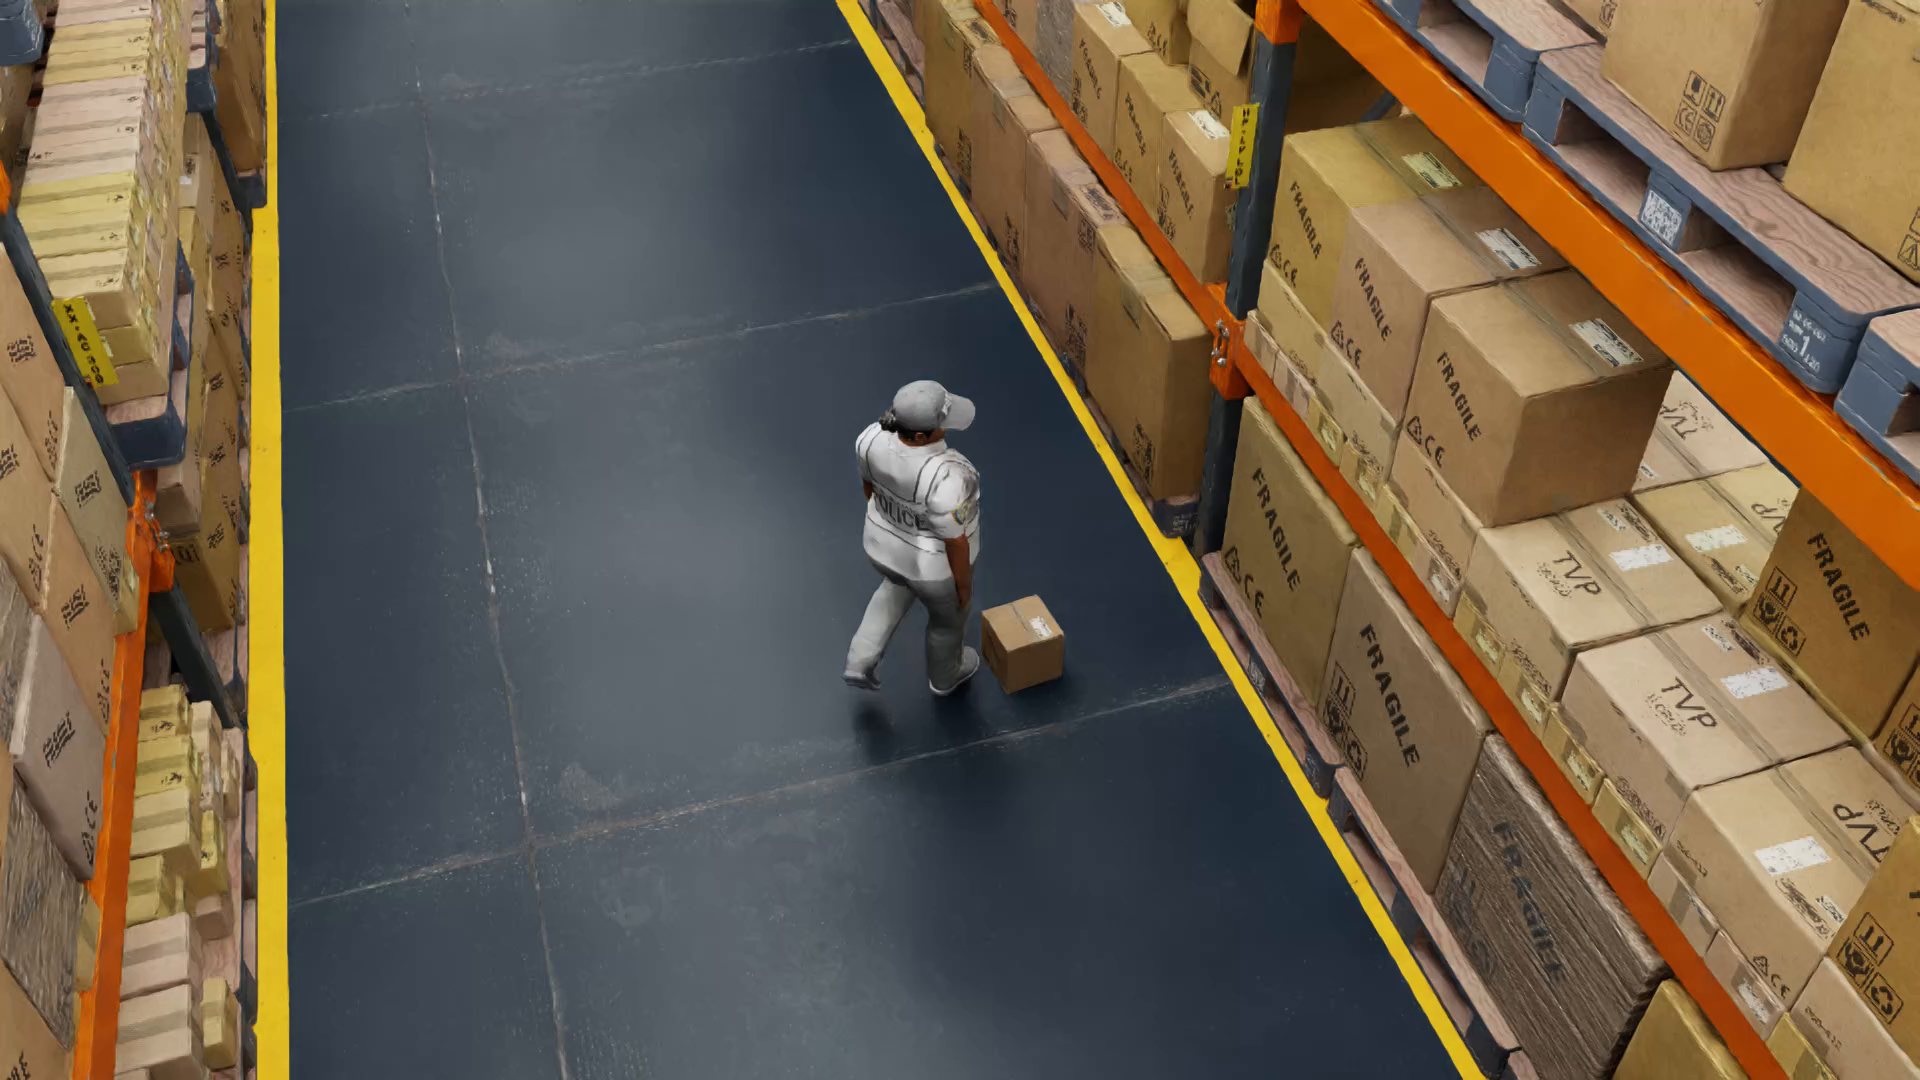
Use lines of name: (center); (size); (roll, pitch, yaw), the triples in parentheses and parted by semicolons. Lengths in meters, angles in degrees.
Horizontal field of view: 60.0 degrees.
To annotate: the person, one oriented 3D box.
person: (-0.136, 0.031, 6.135); (0.523, 1.664, 0.637); (29, 50, 28)
